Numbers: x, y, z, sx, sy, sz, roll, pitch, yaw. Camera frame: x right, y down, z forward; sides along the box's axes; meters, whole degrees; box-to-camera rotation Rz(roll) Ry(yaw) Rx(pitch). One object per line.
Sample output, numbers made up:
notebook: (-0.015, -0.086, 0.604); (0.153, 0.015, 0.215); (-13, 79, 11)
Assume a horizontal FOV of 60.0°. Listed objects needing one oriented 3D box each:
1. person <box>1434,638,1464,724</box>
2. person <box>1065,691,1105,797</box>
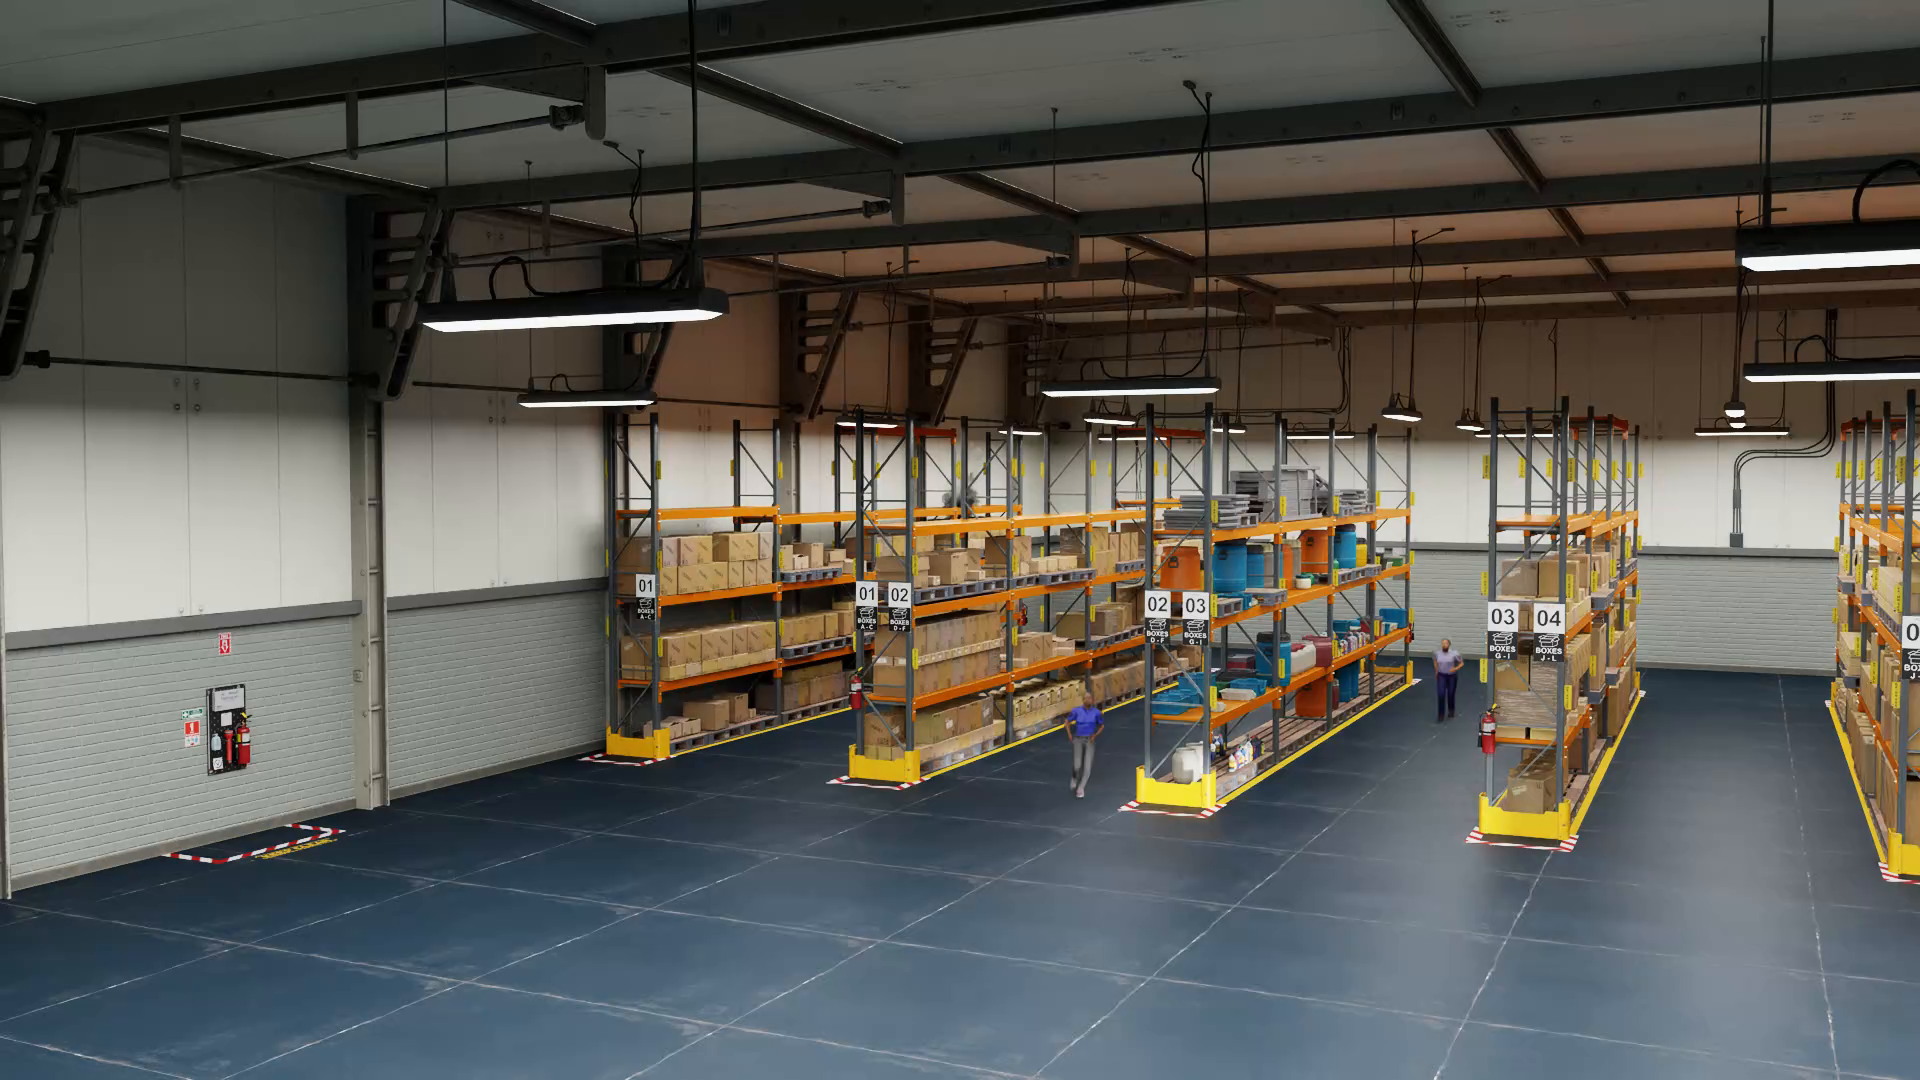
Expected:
person: (9.736, 2.795, 33.146); (0.601, 1.674, 0.815); (1, 3, 23)
person: (1.925, 3.132, 25.542); (0.610, 1.616, 0.509); (0, 2, 1)
